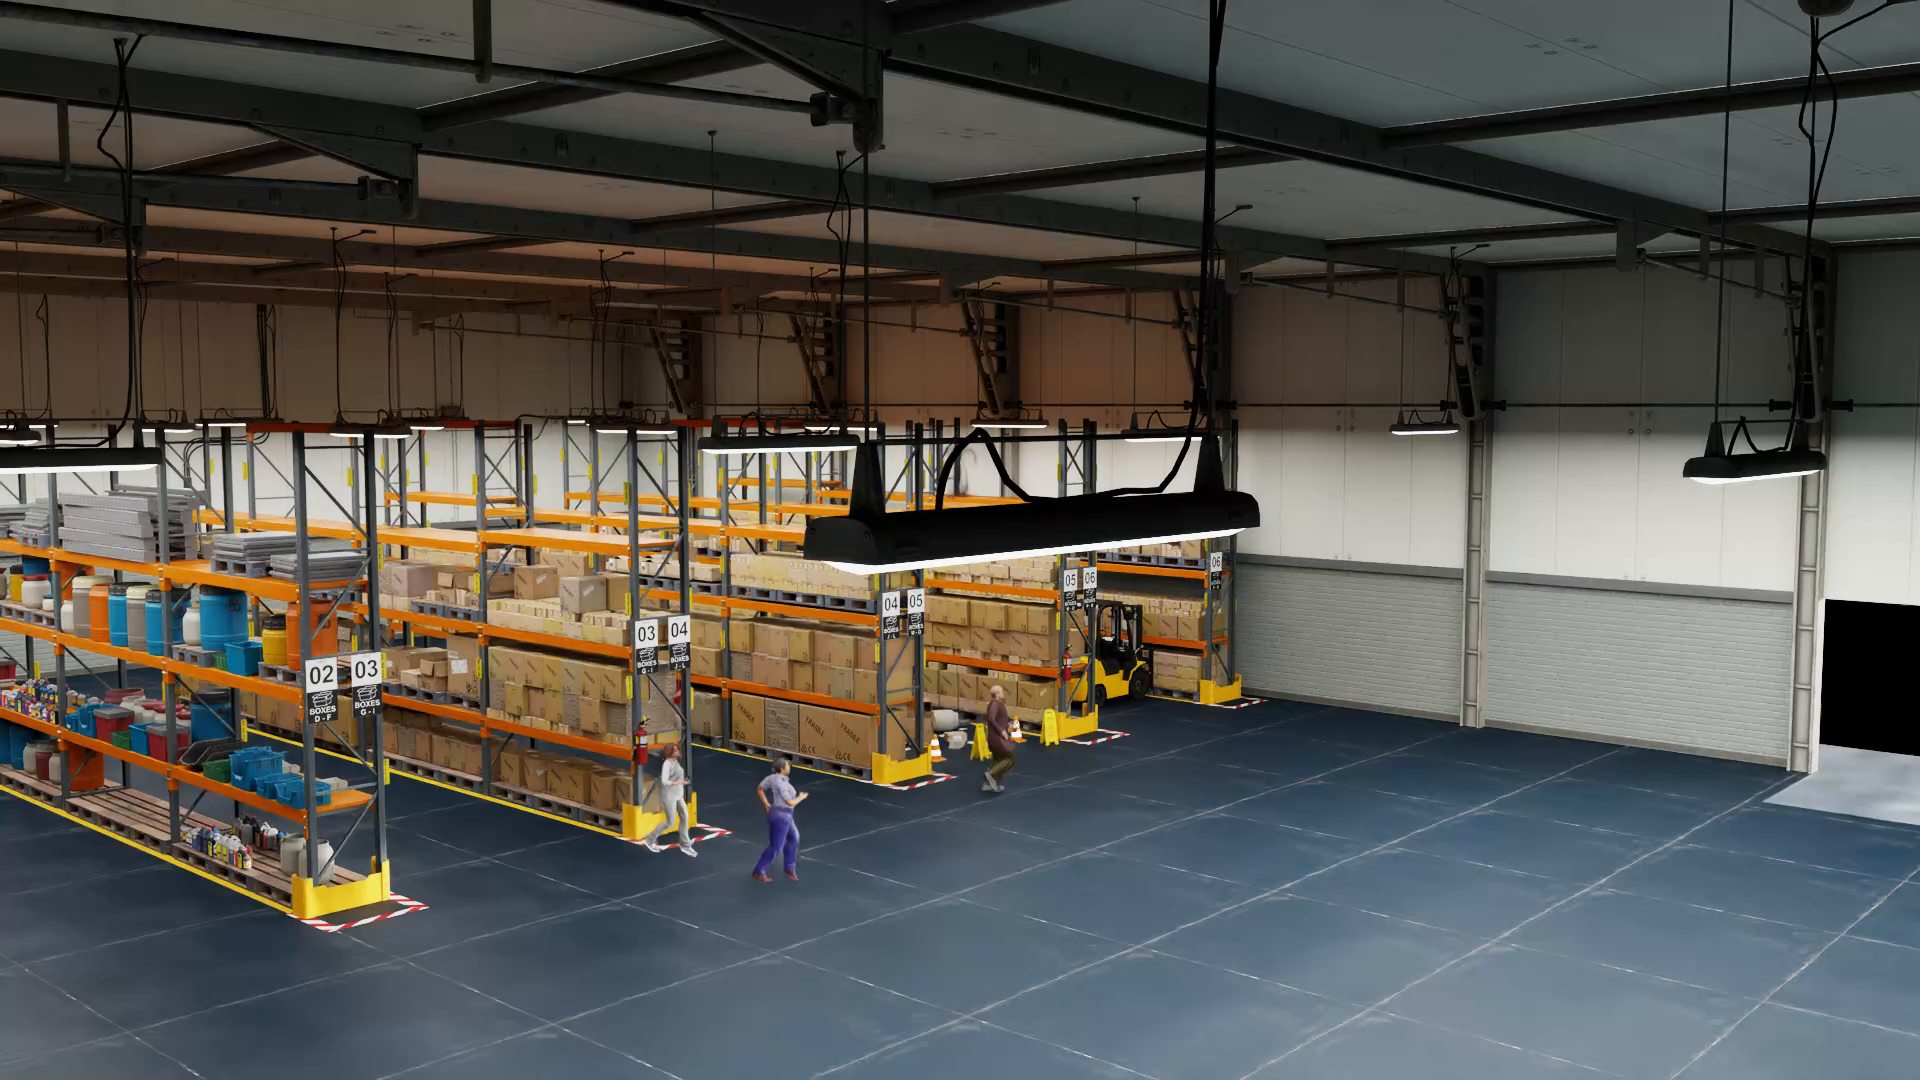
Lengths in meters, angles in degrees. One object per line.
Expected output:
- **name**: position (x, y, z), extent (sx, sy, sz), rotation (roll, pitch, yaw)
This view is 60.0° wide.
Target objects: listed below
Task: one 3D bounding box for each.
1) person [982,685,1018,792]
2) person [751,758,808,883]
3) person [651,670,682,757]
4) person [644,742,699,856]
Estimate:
- **person**: position (0.672, 3.235, 27.147), extent (0.635, 1.735, 0.682), rotation (-1, 5, -12)
- **person**: position (-2.388, 3.733, 21.933), extent (0.779, 1.736, 0.574), rotation (-1, 5, -16)
- **person**: position (-5.181, 3.039, 29.589), extent (0.915, 1.768, 0.641), rotation (3, 5, 30)
- **person**: position (-4.050, 3.743, 23.240), extent (0.746, 1.407, 0.544), rotation (1, 5, 9)
